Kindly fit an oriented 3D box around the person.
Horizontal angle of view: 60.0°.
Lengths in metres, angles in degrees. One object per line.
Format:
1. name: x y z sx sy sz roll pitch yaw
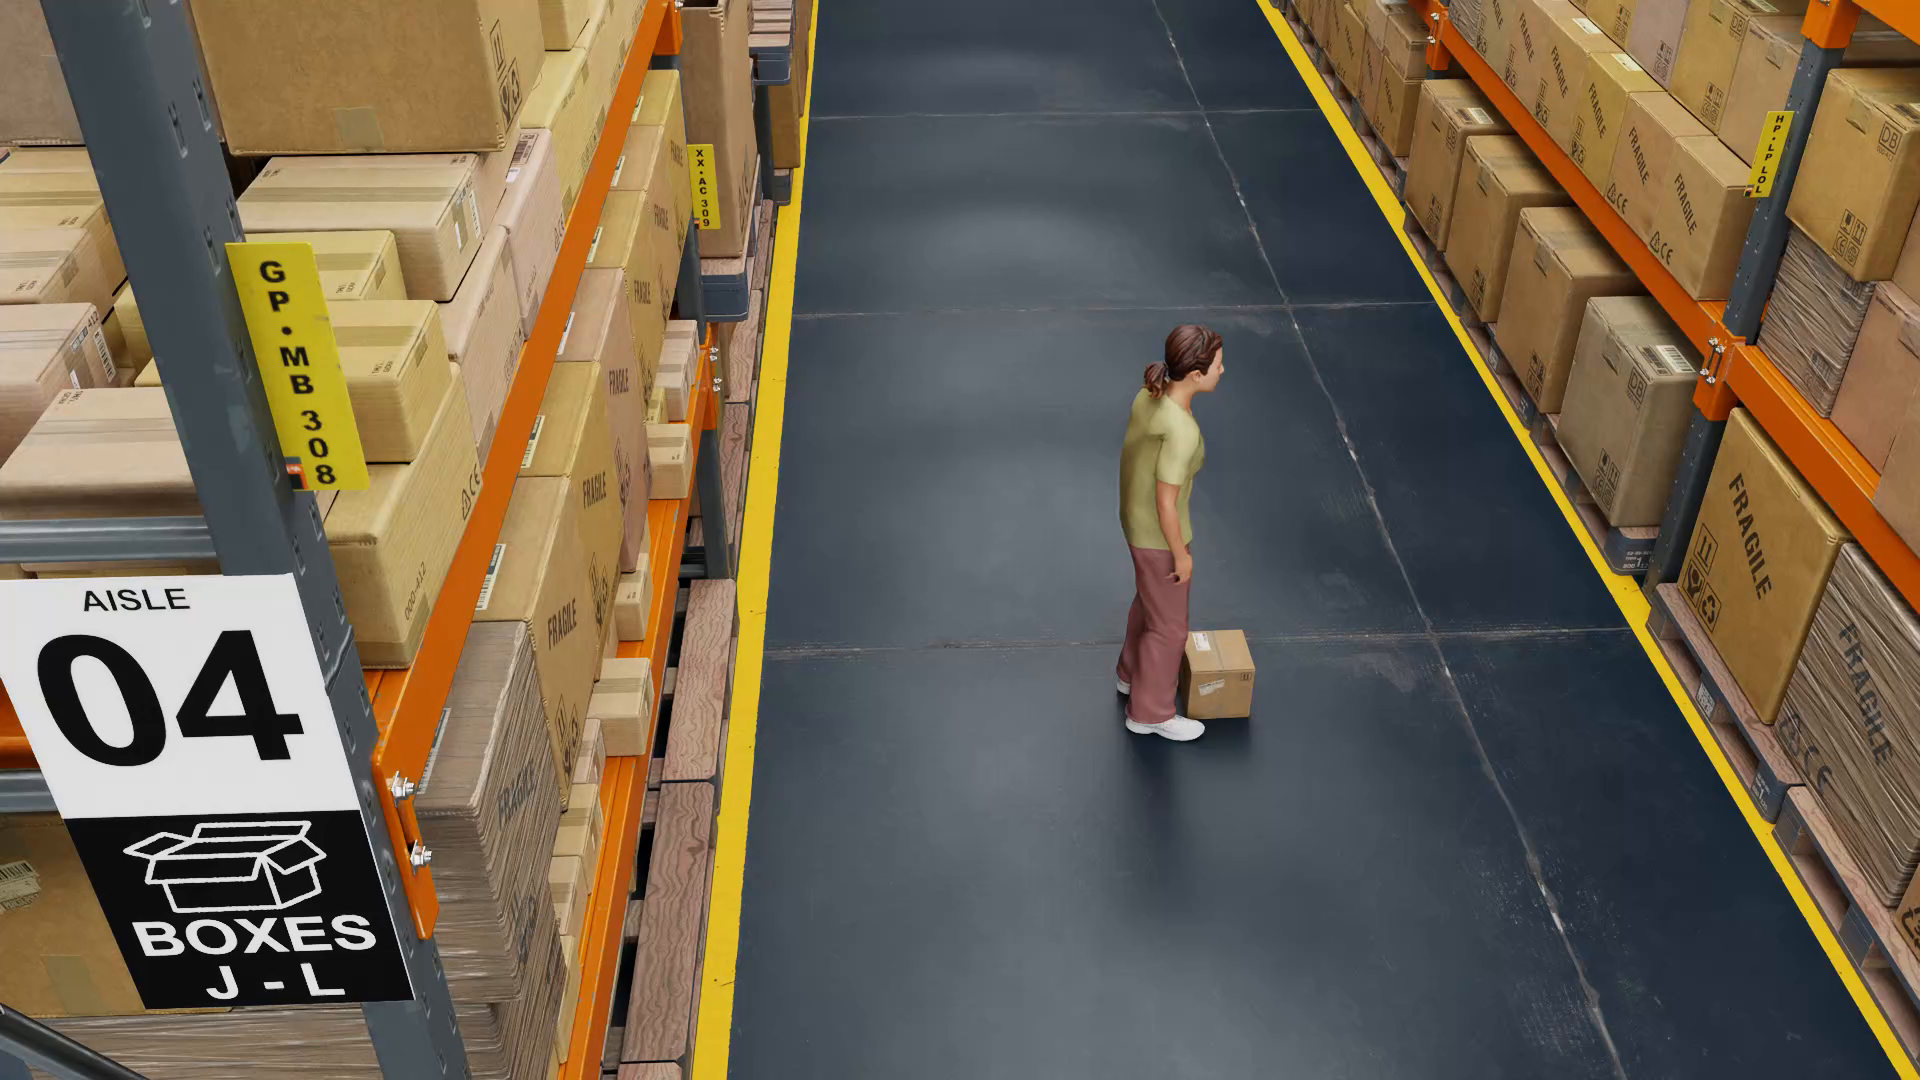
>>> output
1. person: 0.770 -0.029 6.206 0.357 1.651 0.519 -3 35 -4
